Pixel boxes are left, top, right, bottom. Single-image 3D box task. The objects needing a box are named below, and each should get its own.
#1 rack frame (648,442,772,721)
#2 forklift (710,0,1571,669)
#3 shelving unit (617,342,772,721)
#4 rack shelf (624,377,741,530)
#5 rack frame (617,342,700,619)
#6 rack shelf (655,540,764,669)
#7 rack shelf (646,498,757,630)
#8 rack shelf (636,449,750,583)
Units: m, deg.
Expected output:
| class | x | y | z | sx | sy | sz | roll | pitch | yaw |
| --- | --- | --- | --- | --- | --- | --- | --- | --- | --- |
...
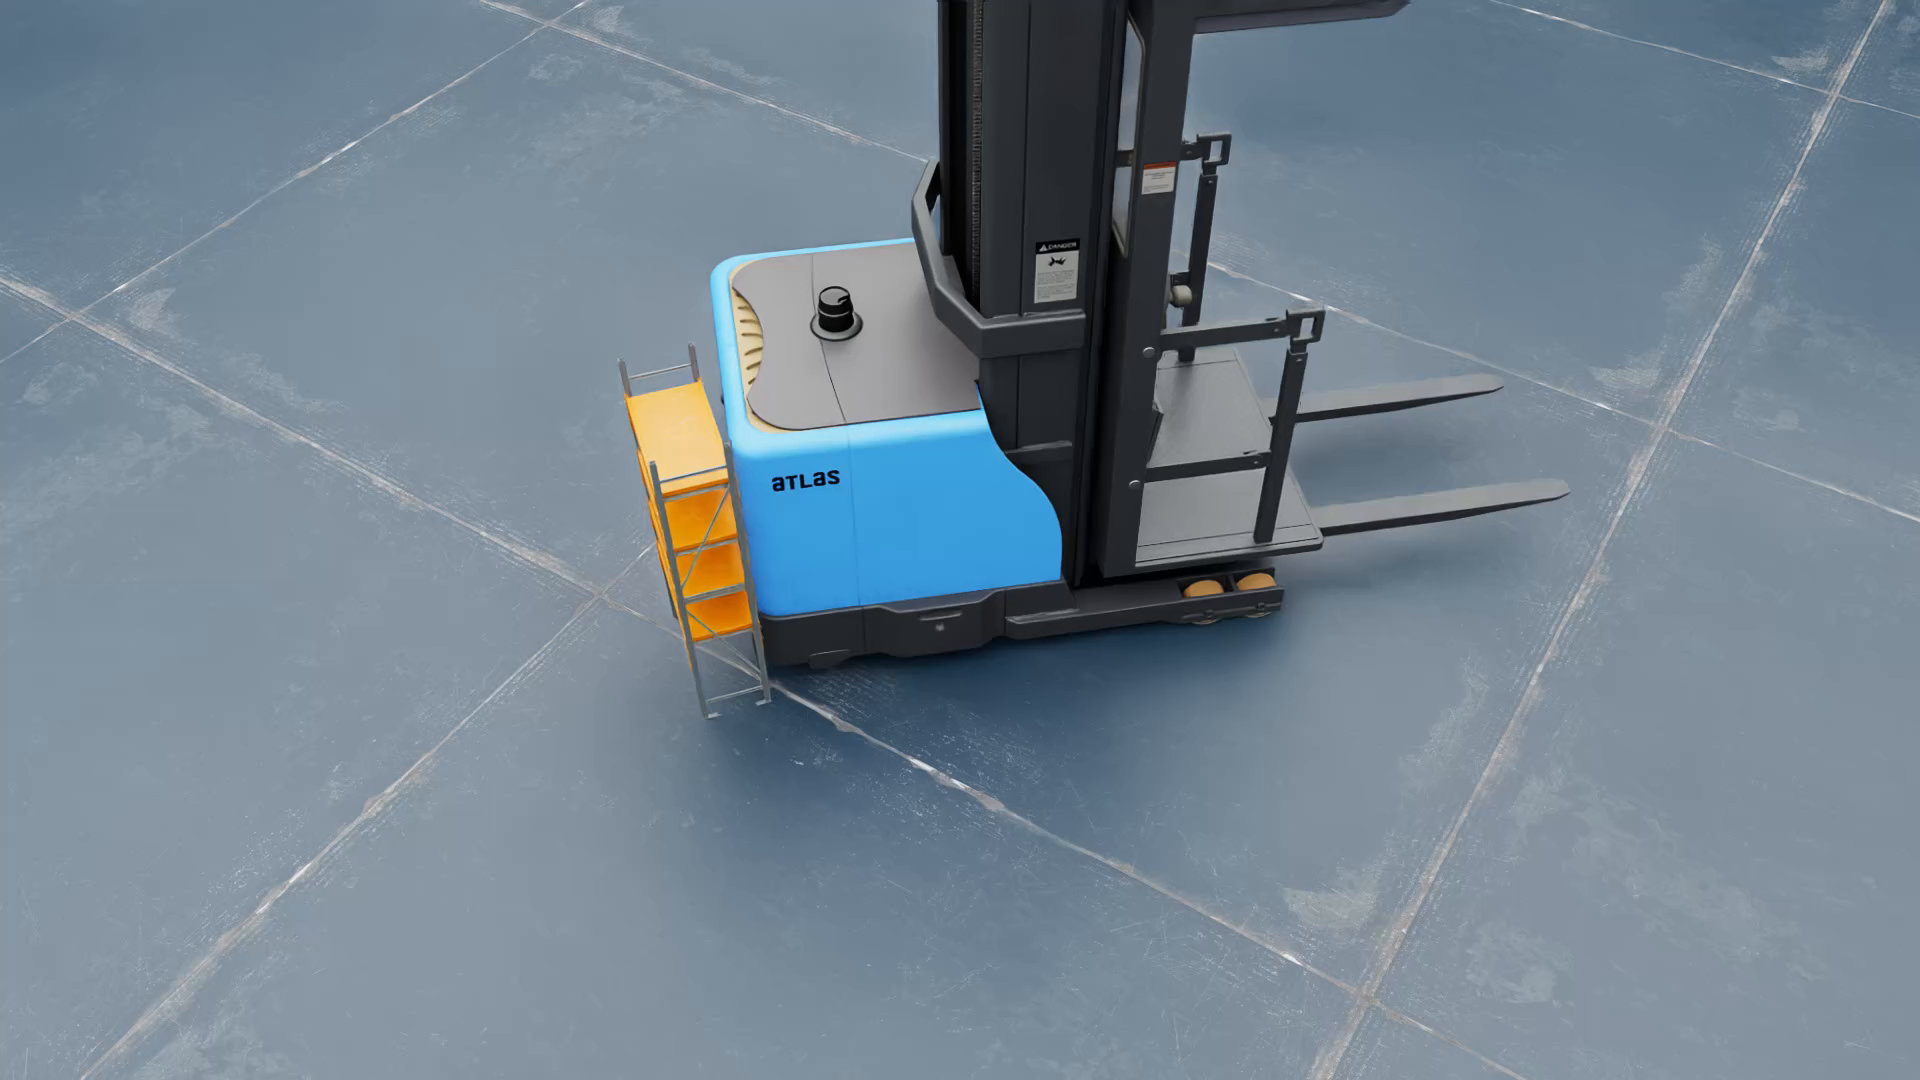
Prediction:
| class | x | y | z | sx | sy | sz | roll | pitch | yaw |
| --- | --- | --- | --- | --- | --- | --- | --- | --- | --- |
| rack frame | -0.773 | 0.165 | 5.249 | 0.240 | 1.200 | 0.015 | -14 | 48 | -12 |
| forklift | 0.699 | -1.087 | 5.263 | 3.031 | 2.935 | 1.130 | -7 | 46 | -7 |
| shelving unit | -0.851 | -0.001 | 5.411 | 0.258 | 1.200 | 0.503 | -14 | 48 | -12 |
| rack shelf | -0.858 | -0.273 | 5.127 | 0.258 | 0.148 | 0.480 | -14 | 48 | -12 |
| rack frame | -0.929 | -0.167 | 5.572 | 0.240 | 1.200 | 0.015 | -14 | 48 | -12 |
| rack shelf | -0.846 | 0.183 | 5.602 | 0.258 | 0.148 | 0.480 | -14 | 48 | -12 |
| rack shelf | -0.850 | 0.046 | 5.459 | 0.258 | 0.148 | 0.480 | -14 | 48 | -12 |
| rack shelf | -0.854 | -0.109 | 5.298 | 0.258 | 0.148 | 0.480 | -14 | 48 | -12 |
